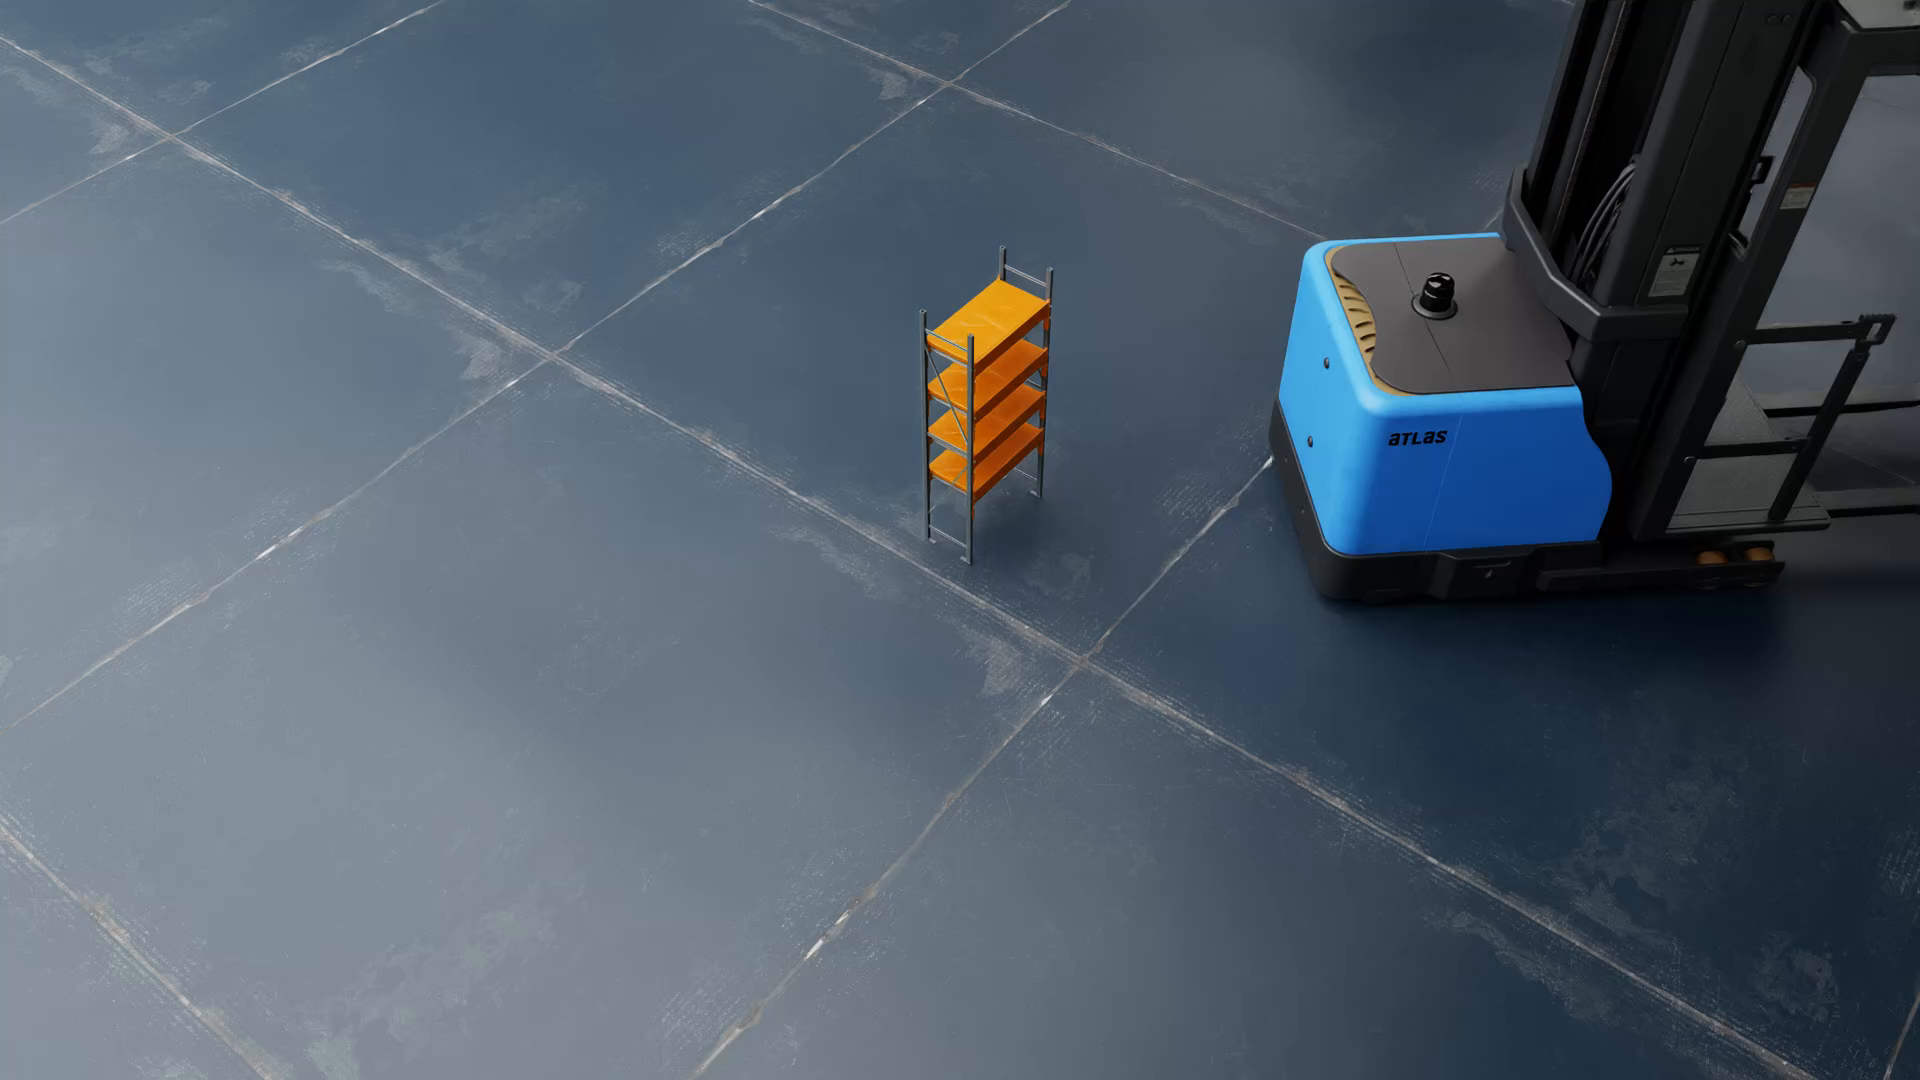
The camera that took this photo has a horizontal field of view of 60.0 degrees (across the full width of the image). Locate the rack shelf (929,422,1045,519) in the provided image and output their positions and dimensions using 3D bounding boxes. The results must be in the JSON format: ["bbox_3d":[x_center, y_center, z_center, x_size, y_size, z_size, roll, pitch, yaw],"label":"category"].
[{"bbox_3d":[0.101,-0.326,6.764,0.258,0.148,0.480,29,53,25],"label":"rack shelf"}]

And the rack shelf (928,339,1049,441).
[{"bbox_3d":[0.101,-0.617,6.458,0.258,0.148,0.480,29,53,25],"label":"rack shelf"}]

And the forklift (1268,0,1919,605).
[{"bbox_3d":[2.886,-1.193,6.027,3.031,2.935,1.130,-4,46,-3],"label":"forklift"}]

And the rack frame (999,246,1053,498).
[{"bbox_3d":[0.250,-0.649,6.705,0.240,1.200,0.015,29,53,25],"label":"rack frame"}]

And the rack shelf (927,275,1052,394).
[{"bbox_3d":[0.101,-0.781,6.287,0.258,0.148,0.480,29,53,25],"label":"rack shelf"}]

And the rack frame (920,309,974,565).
[{"bbox_3d":[-0.048,-0.370,6.438,0.240,1.200,0.015,29,53,25],"label":"rack frame"}]

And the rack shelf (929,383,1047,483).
[{"bbox_3d":[0.101,-0.463,6.620,0.258,0.148,0.480,29,53,25],"label":"rack shelf"}]

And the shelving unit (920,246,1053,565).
[{"bbox_3d":[0.101,-0.509,6.571,0.258,1.200,0.503,29,53,25],"label":"shelving unit"}]
